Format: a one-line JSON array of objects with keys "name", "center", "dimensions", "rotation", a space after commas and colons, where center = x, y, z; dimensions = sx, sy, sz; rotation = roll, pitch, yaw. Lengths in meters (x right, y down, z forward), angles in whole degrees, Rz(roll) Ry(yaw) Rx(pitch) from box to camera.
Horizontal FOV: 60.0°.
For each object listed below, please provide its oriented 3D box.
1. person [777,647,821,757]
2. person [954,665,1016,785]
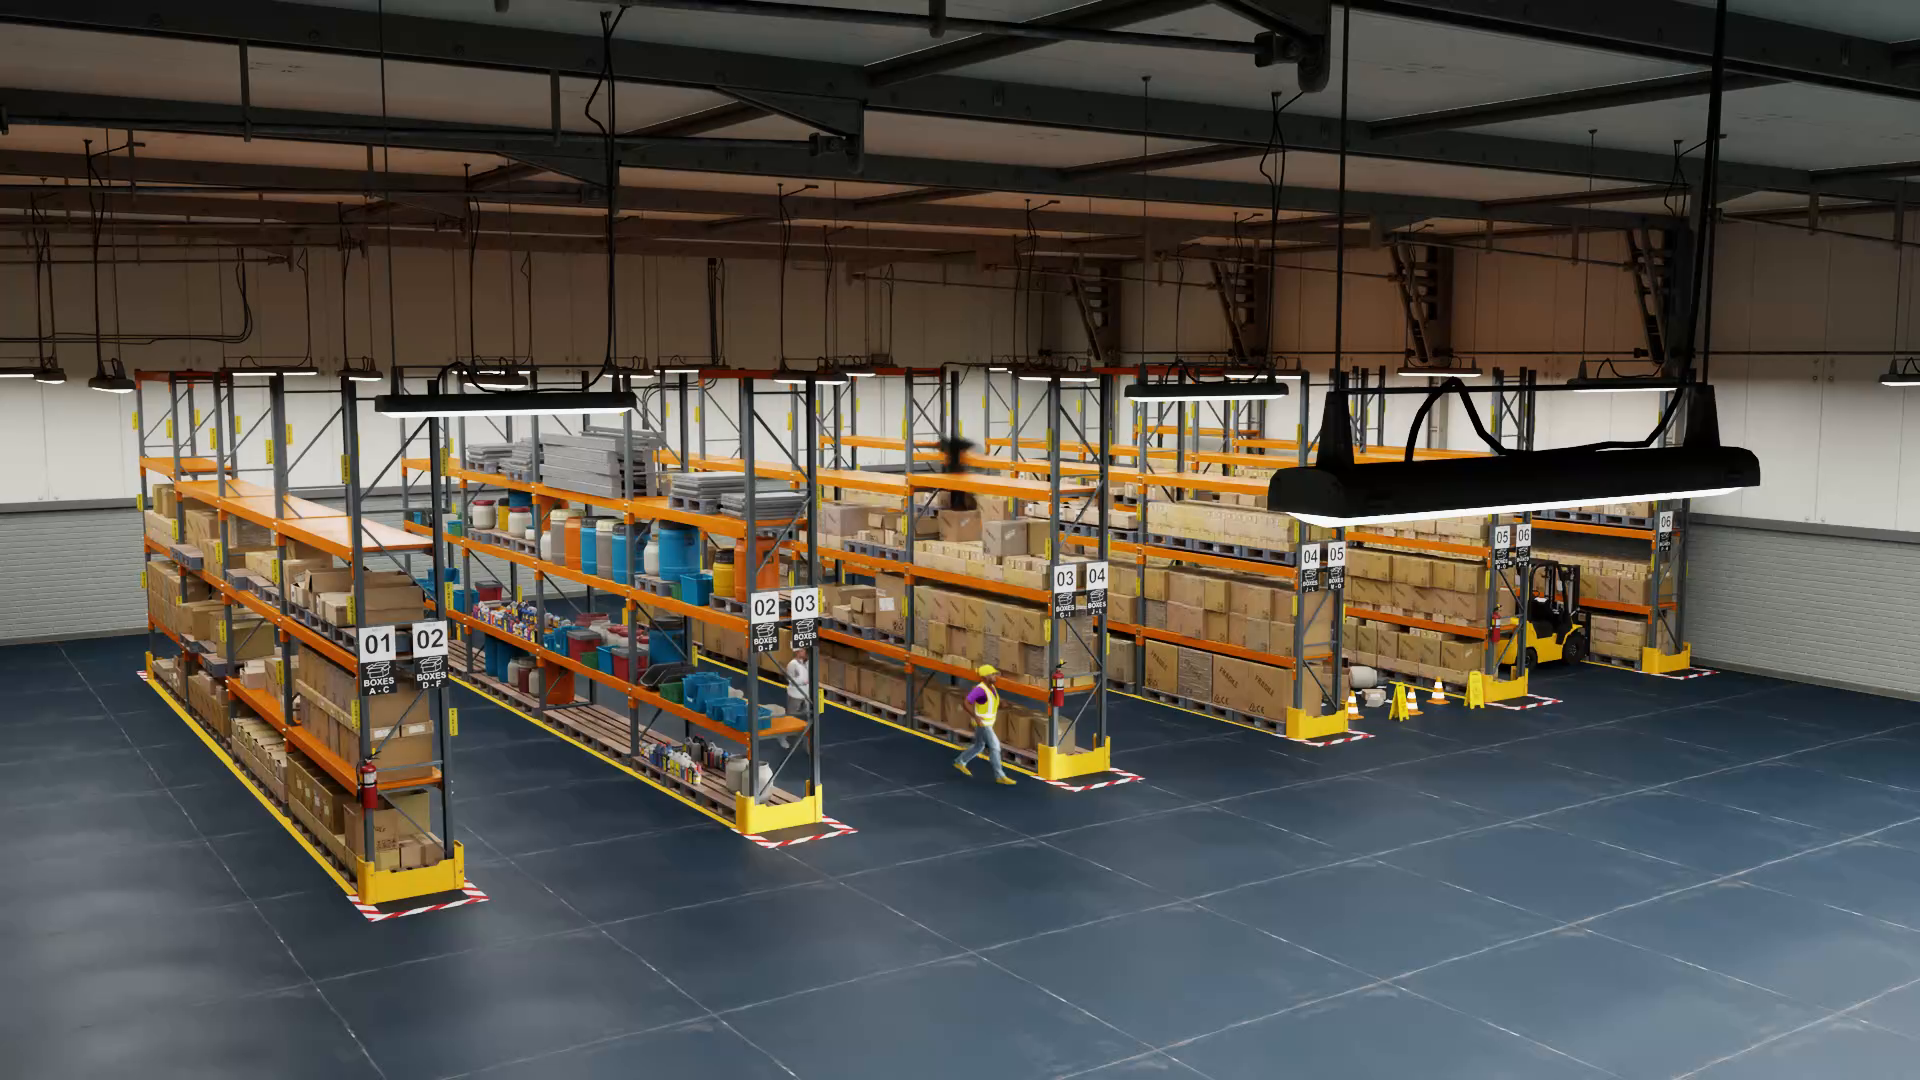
[{"name": "person", "center": [-2.543, 2.485, 26.240], "dimensions": [0.866, 1.827, 0.609], "rotation": [6, 8, 40]}, {"name": "person", "center": [0.344, 2.685, 24.328], "dimensions": [1.007, 1.745, 0.710], "rotation": [2, 7, 16]}]
